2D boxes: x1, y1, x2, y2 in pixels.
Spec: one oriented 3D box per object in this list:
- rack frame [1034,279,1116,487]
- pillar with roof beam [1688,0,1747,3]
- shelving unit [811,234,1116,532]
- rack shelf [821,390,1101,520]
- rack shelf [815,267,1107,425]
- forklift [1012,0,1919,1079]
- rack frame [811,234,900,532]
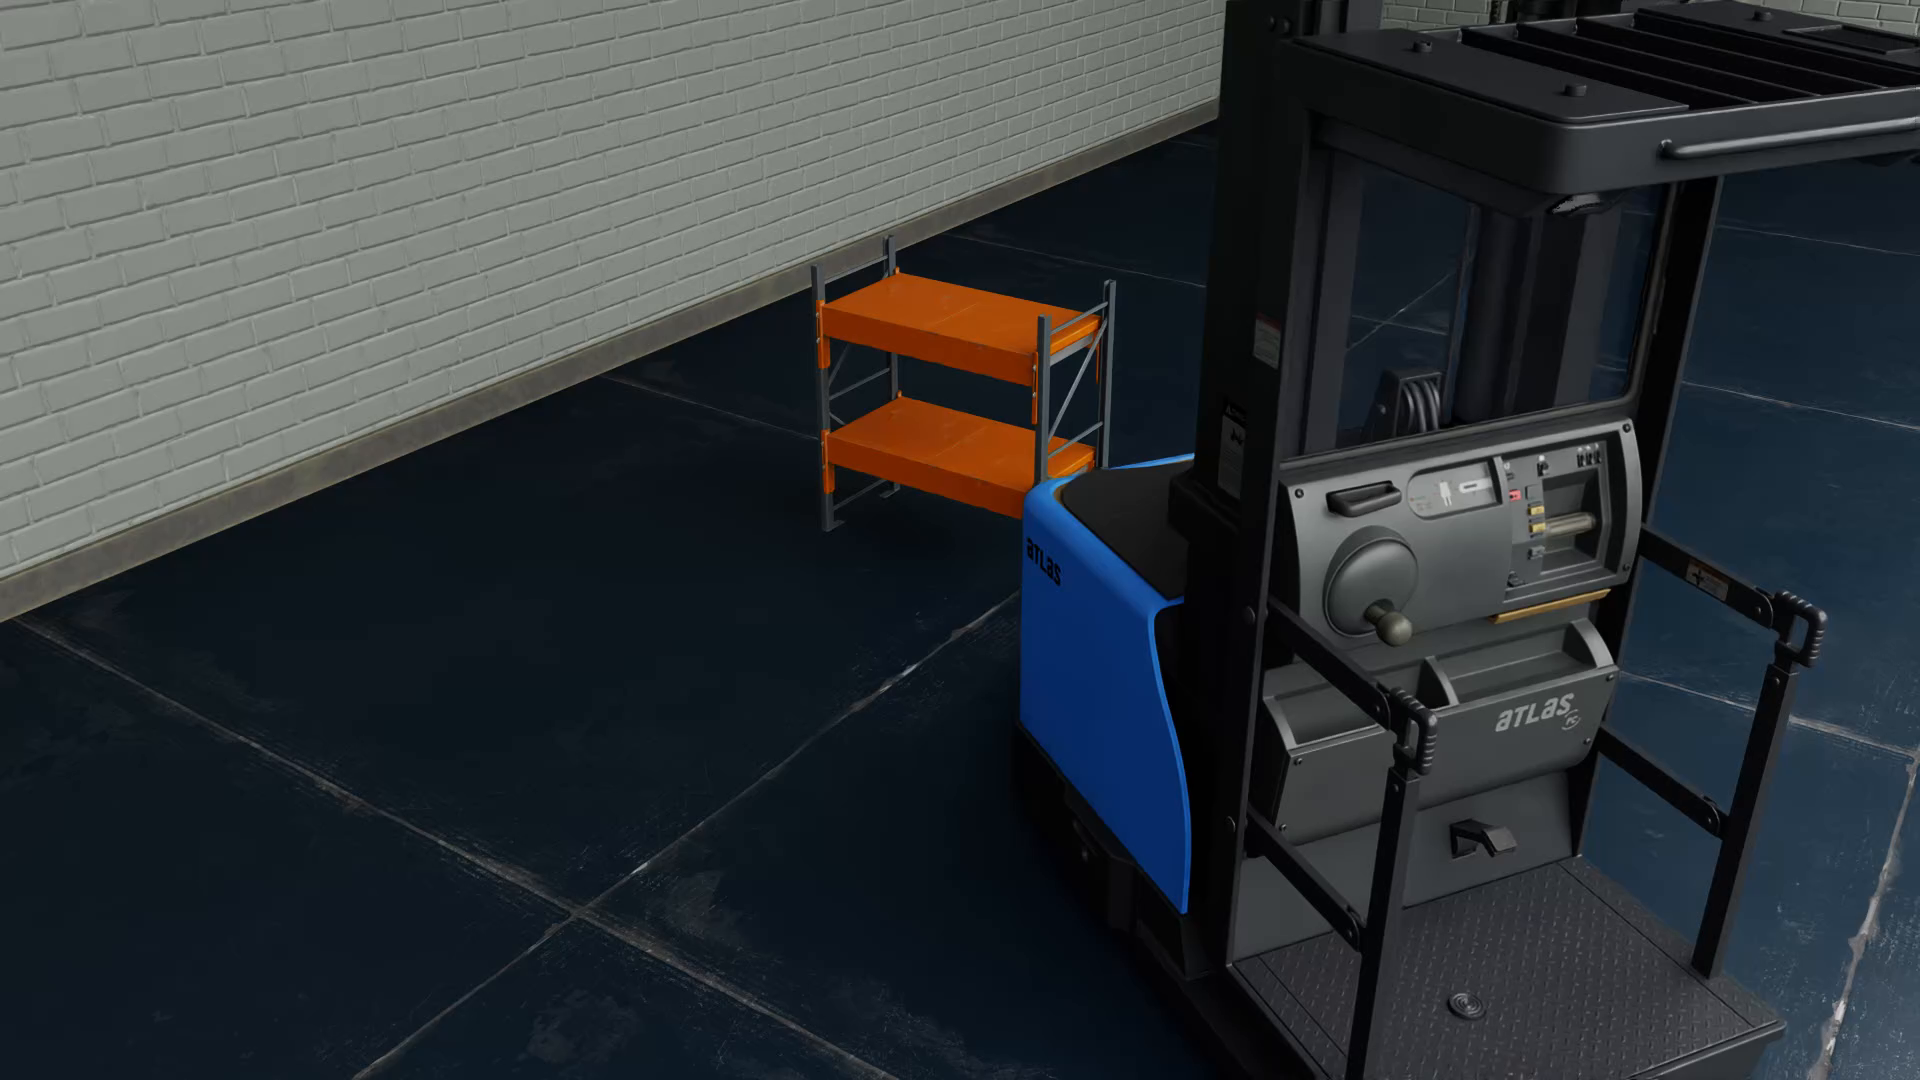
[{"bbox_3d":[0.425,-0.369,6.235,0.032,1.125,0.500,17,32,30],"label":"rack frame"},{"bbox_3d":[3.952,-6.277,9.163,0.400,9.000,9.100,17,32,30],"label":"pillar with roof beam"},{"bbox_3d":[0.006,-0.500,6.491,1.048,1.125,0.538,17,32,30],"label":"shelving unit"},{"bbox_3d":[0.006,-0.282,6.602,1.000,0.278,0.538,17,32,30],"label":"rack shelf"},{"bbox_3d":[0.006,-0.760,6.359,1.000,0.278,0.538,17,32,30],"label":"rack shelf"},{"bbox_3d":[1.209,0.016,3.487,1.130,2.935,3.031,-11,29,-21],"label":"forklift"},{"bbox_3d":[-0.413,-0.630,6.748,0.032,1.125,0.500,17,32,30],"label":"rack frame"}]
